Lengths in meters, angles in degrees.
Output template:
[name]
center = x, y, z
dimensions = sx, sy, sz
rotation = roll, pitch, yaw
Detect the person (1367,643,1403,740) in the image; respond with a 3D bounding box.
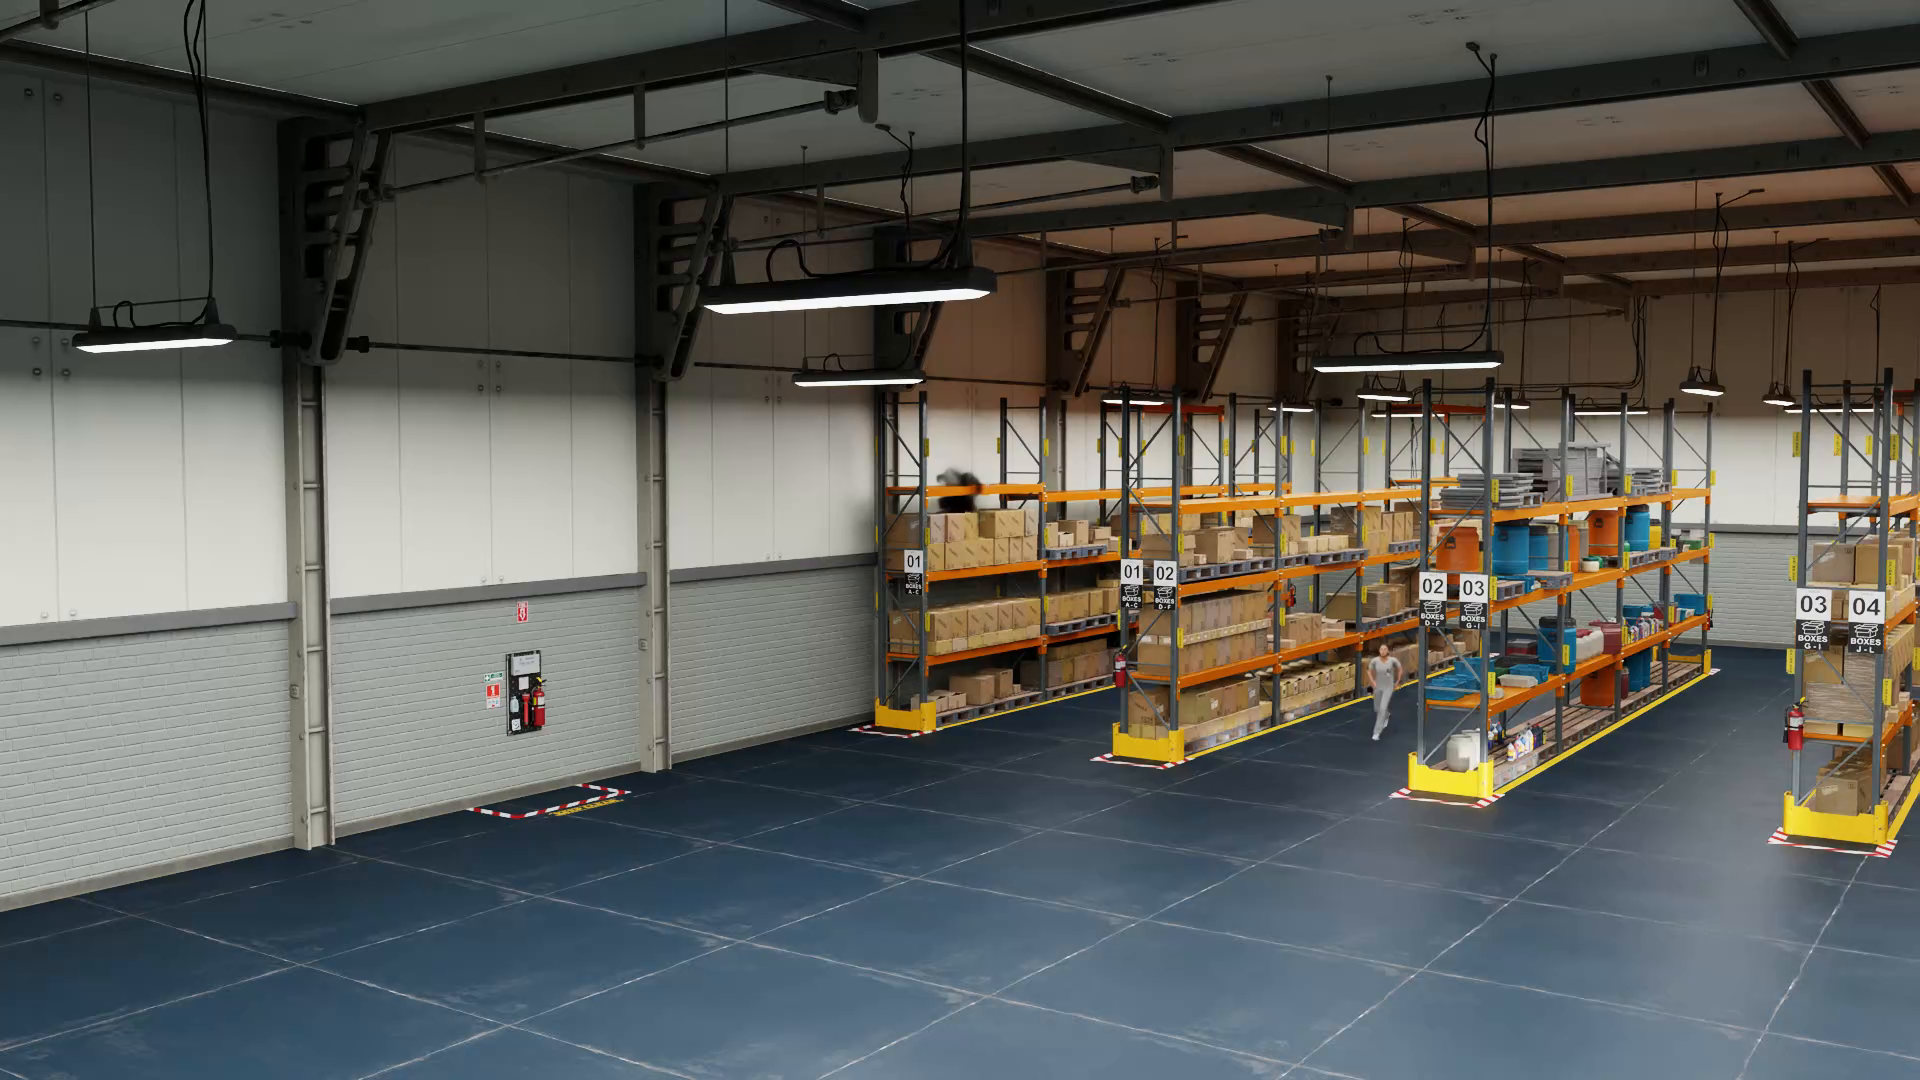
[person]
center = 7.343, 2.590, 28.780
dimensions = 0.589, 1.658, 0.891
rotation = 1, 3, 25
